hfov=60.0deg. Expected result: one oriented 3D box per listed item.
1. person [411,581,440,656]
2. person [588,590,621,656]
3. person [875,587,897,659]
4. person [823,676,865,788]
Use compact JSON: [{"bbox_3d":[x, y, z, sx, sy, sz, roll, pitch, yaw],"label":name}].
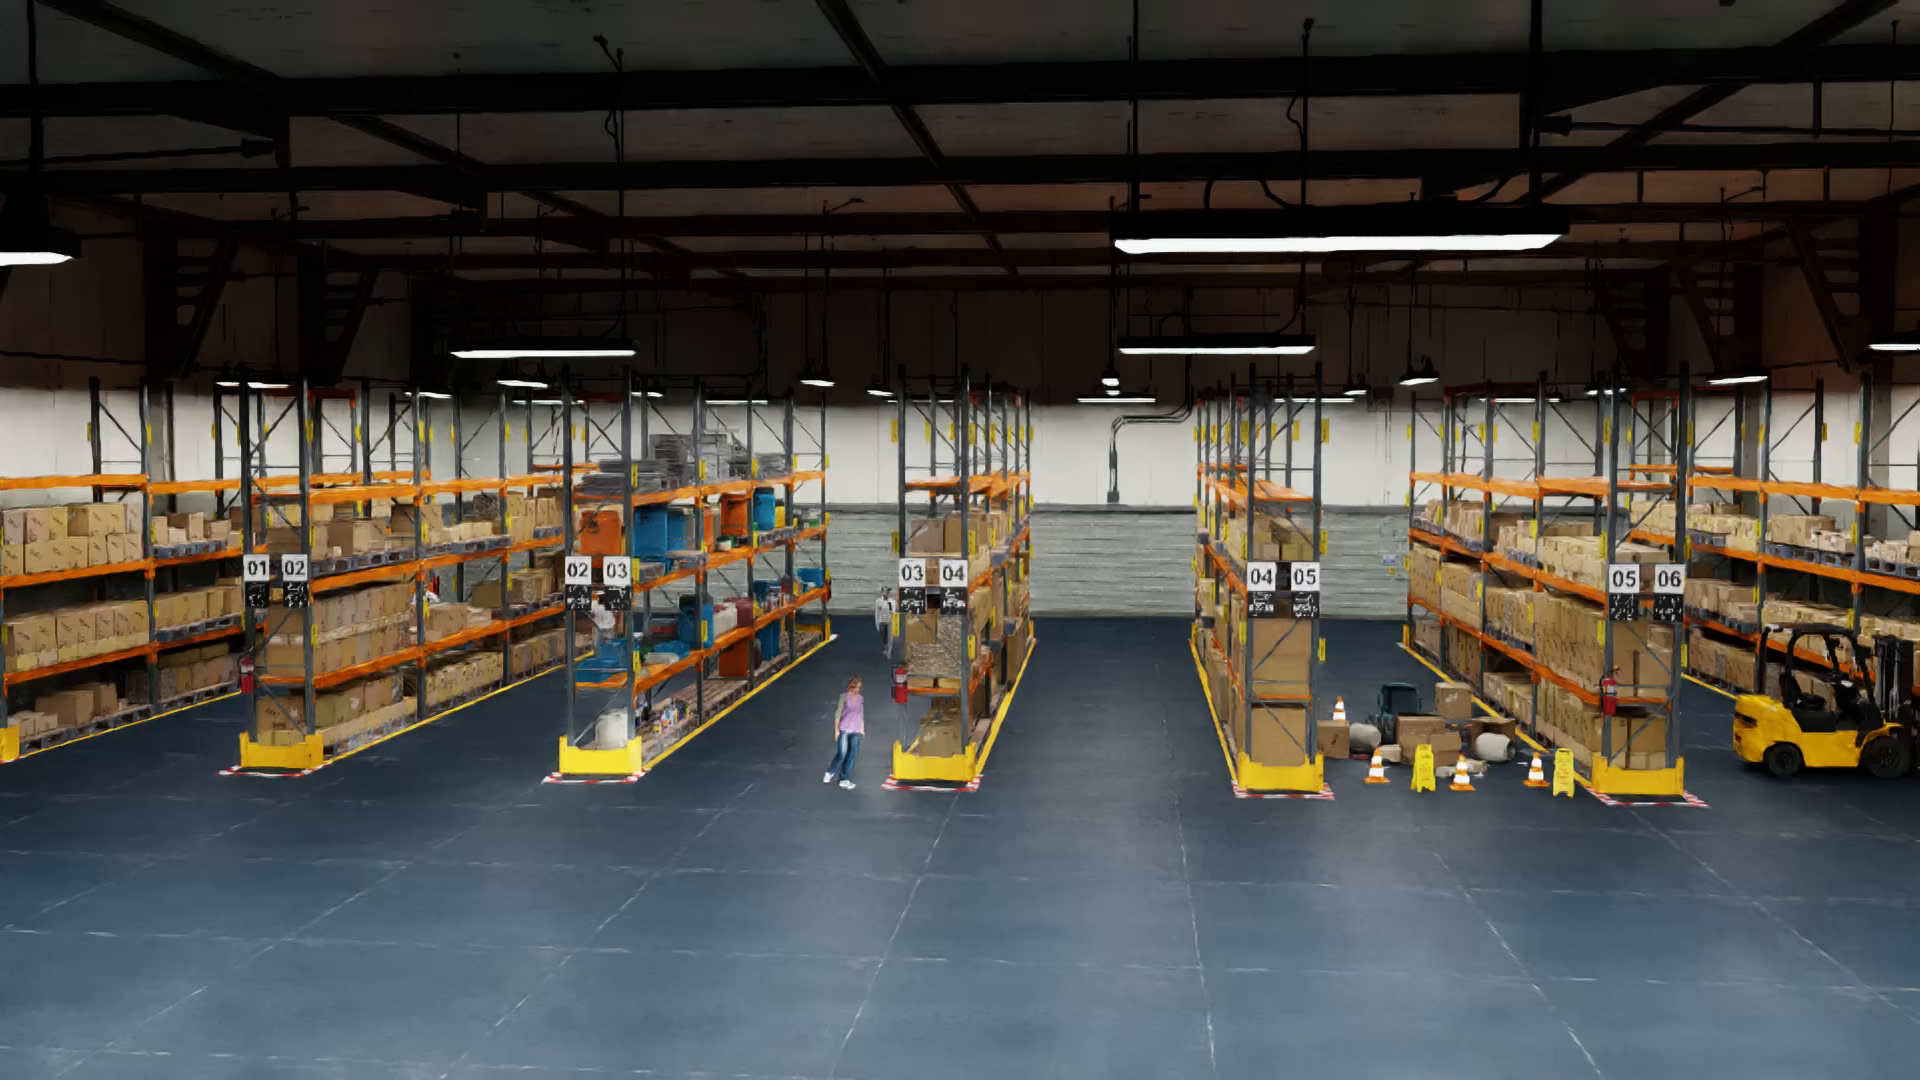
[{"bbox_3d":[-11.991,1.756,37.325,0.682,1.715,0.542,0,4,3],"label":"person"},{"bbox_3d":[-7.646,1.864,35.695,0.719,1.714,0.578,0,4,4],"label":"person"},{"bbox_3d":[-1.659,1.808,36.998,0.495,1.576,1.086,0,4,7],"label":"person"},{"bbox_3d":[-1.638,2.712,23.494,0.583,1.577,0.465,-3,4,-35],"label":"person"}]
